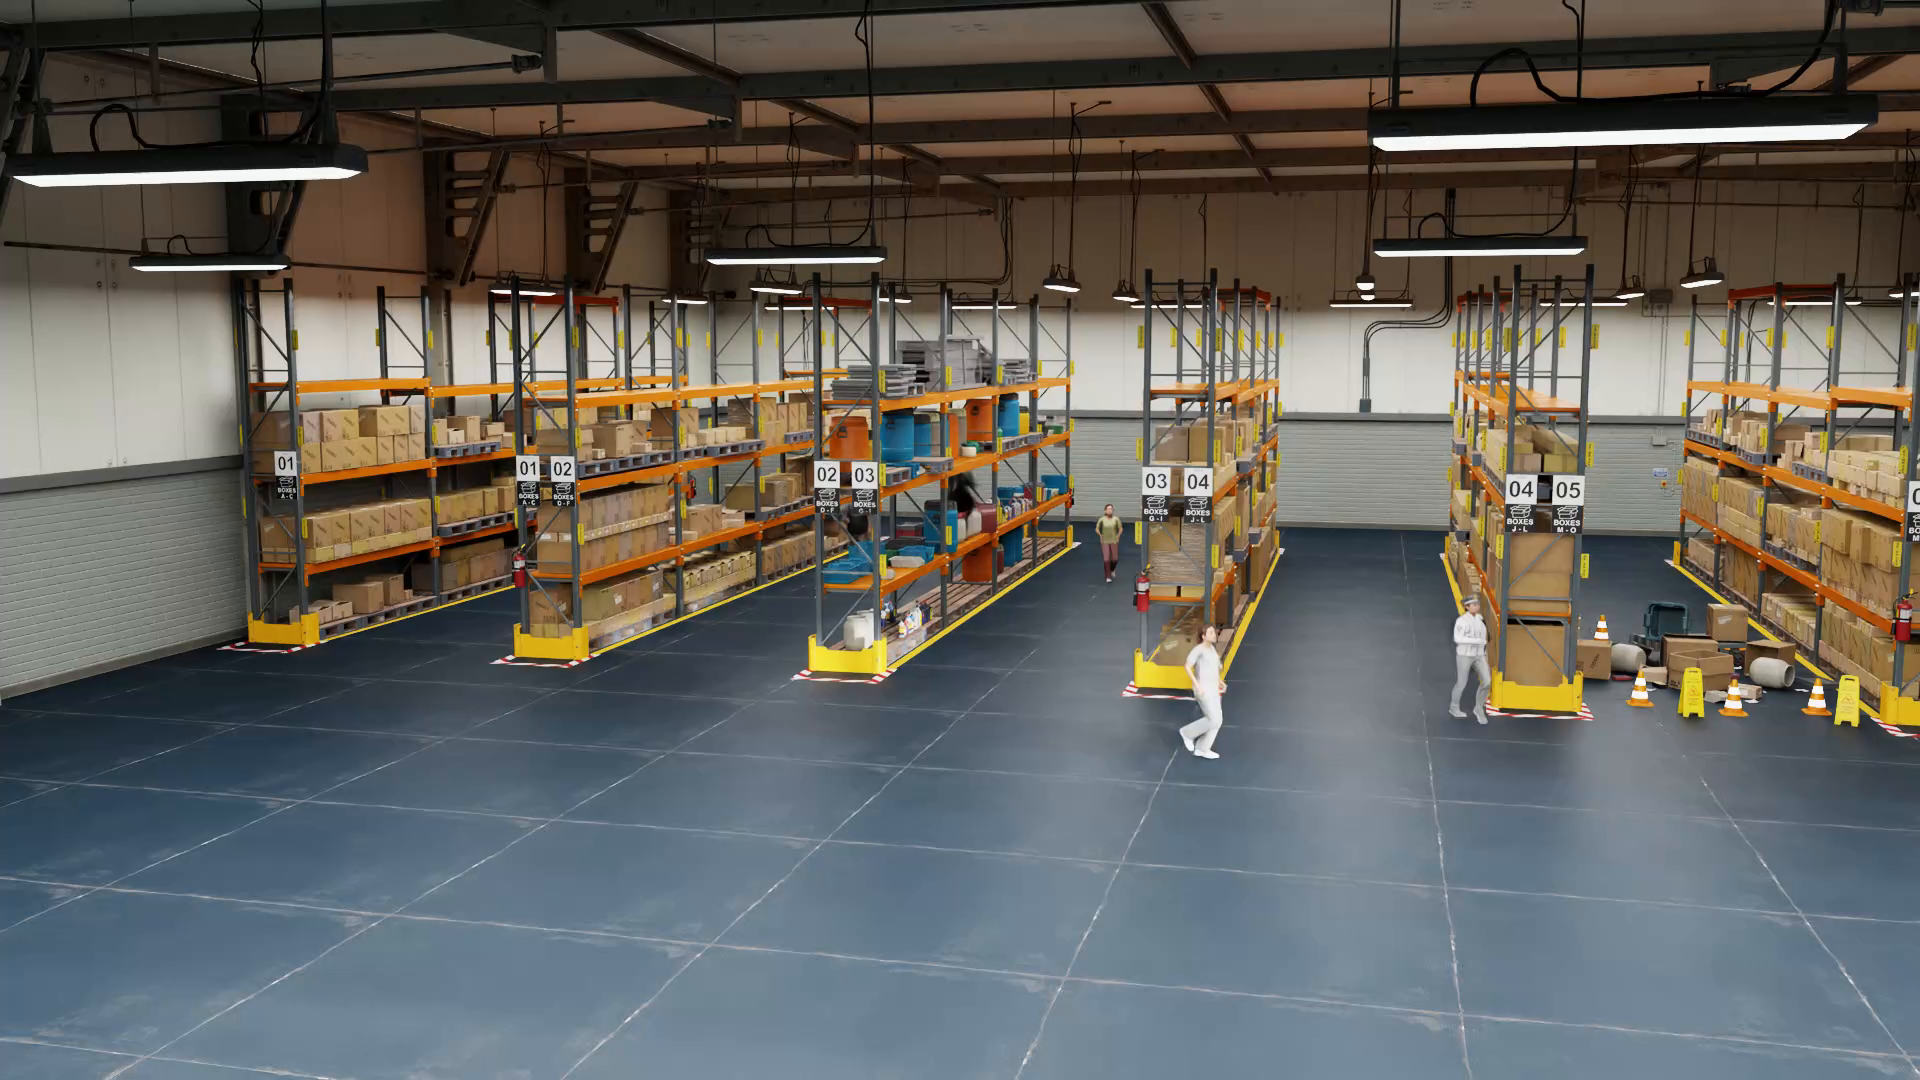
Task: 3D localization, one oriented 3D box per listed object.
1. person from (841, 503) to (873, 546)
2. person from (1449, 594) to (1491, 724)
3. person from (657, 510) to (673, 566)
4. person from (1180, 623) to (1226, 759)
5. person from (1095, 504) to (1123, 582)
[{"bbox_3d":[-2.025,-0.040,32.767,0.638,1.838,0.756,2,7,12],"label":"person"},{"bbox_3d":[6.736,1.561,21.850,0.628,1.744,0.681,-3,7,-22],"label":"person"},{"bbox_3d":[-6.168,0.003,34.441,0.695,1.735,0.633,1,7,10],"label":"person"},{"bbox_3d":[2.927,1.808,19.999,0.536,1.634,0.573,6,9,40],"label":"person"},{"bbox_3d":[3.092,0.062,34.498,0.574,1.621,0.563,0,7,2],"label":"person"}]
